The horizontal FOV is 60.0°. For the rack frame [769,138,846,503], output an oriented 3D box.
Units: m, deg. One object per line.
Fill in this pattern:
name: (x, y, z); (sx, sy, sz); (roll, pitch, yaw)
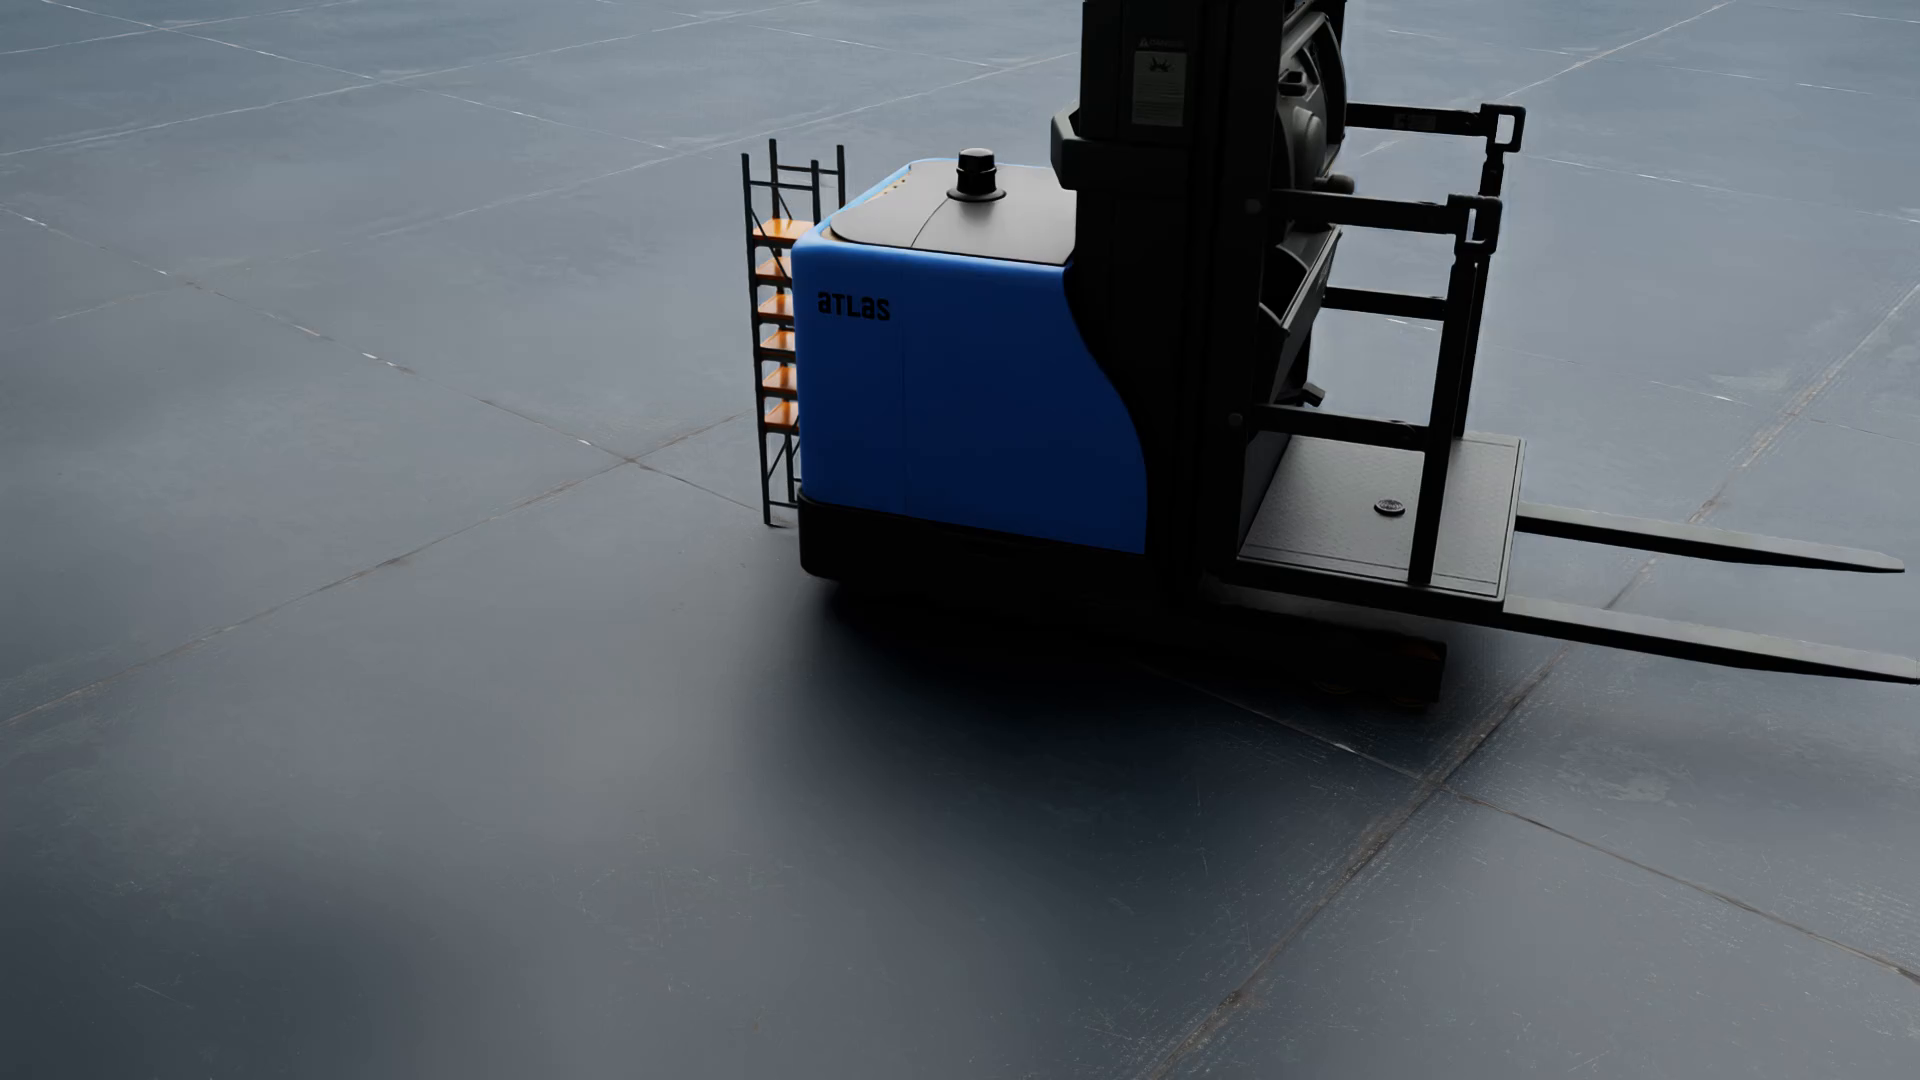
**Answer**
rack frame: (-0.454, -0.643, 5.187); (0.240, 1.200, 0.006); (9, 29, 18)

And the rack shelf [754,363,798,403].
rack shelf: (-0.484, -0.457, 5.186); (0.258, 0.103, 0.180); (9, 29, 18)

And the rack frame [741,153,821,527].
rack frame: (-0.515, -0.564, 5.034); (0.240, 1.200, 0.006); (9, 29, 18)

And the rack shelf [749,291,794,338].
rack shelf: (-0.485, -0.670, 5.075); (0.258, 0.103, 0.180); (9, 29, 18)

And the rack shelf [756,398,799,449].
rack shelf: (-0.484, -0.351, 5.241); (0.258, 0.103, 0.180); (9, 29, 18)

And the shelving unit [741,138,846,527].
shelving unit: (-0.485, -0.603, 5.110); (0.258, 1.200, 0.189); (9, 29, 18)

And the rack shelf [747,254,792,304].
rack shelf: (-0.485, -0.777, 5.020); (0.258, 0.103, 0.180); (9, 29, 18)

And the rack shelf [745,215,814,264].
rack shelf: (-0.485, -0.884, 4.965); (0.258, 0.103, 0.180); (9, 29, 18)

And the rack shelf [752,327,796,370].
rack shelf: (-0.485, -0.564, 5.130); (0.258, 0.103, 0.180); (9, 29, 18)

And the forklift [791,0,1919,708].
forklift: (1.097, -1.135, 4.254); (3.031, 2.935, 1.130); (9, 29, 17)
